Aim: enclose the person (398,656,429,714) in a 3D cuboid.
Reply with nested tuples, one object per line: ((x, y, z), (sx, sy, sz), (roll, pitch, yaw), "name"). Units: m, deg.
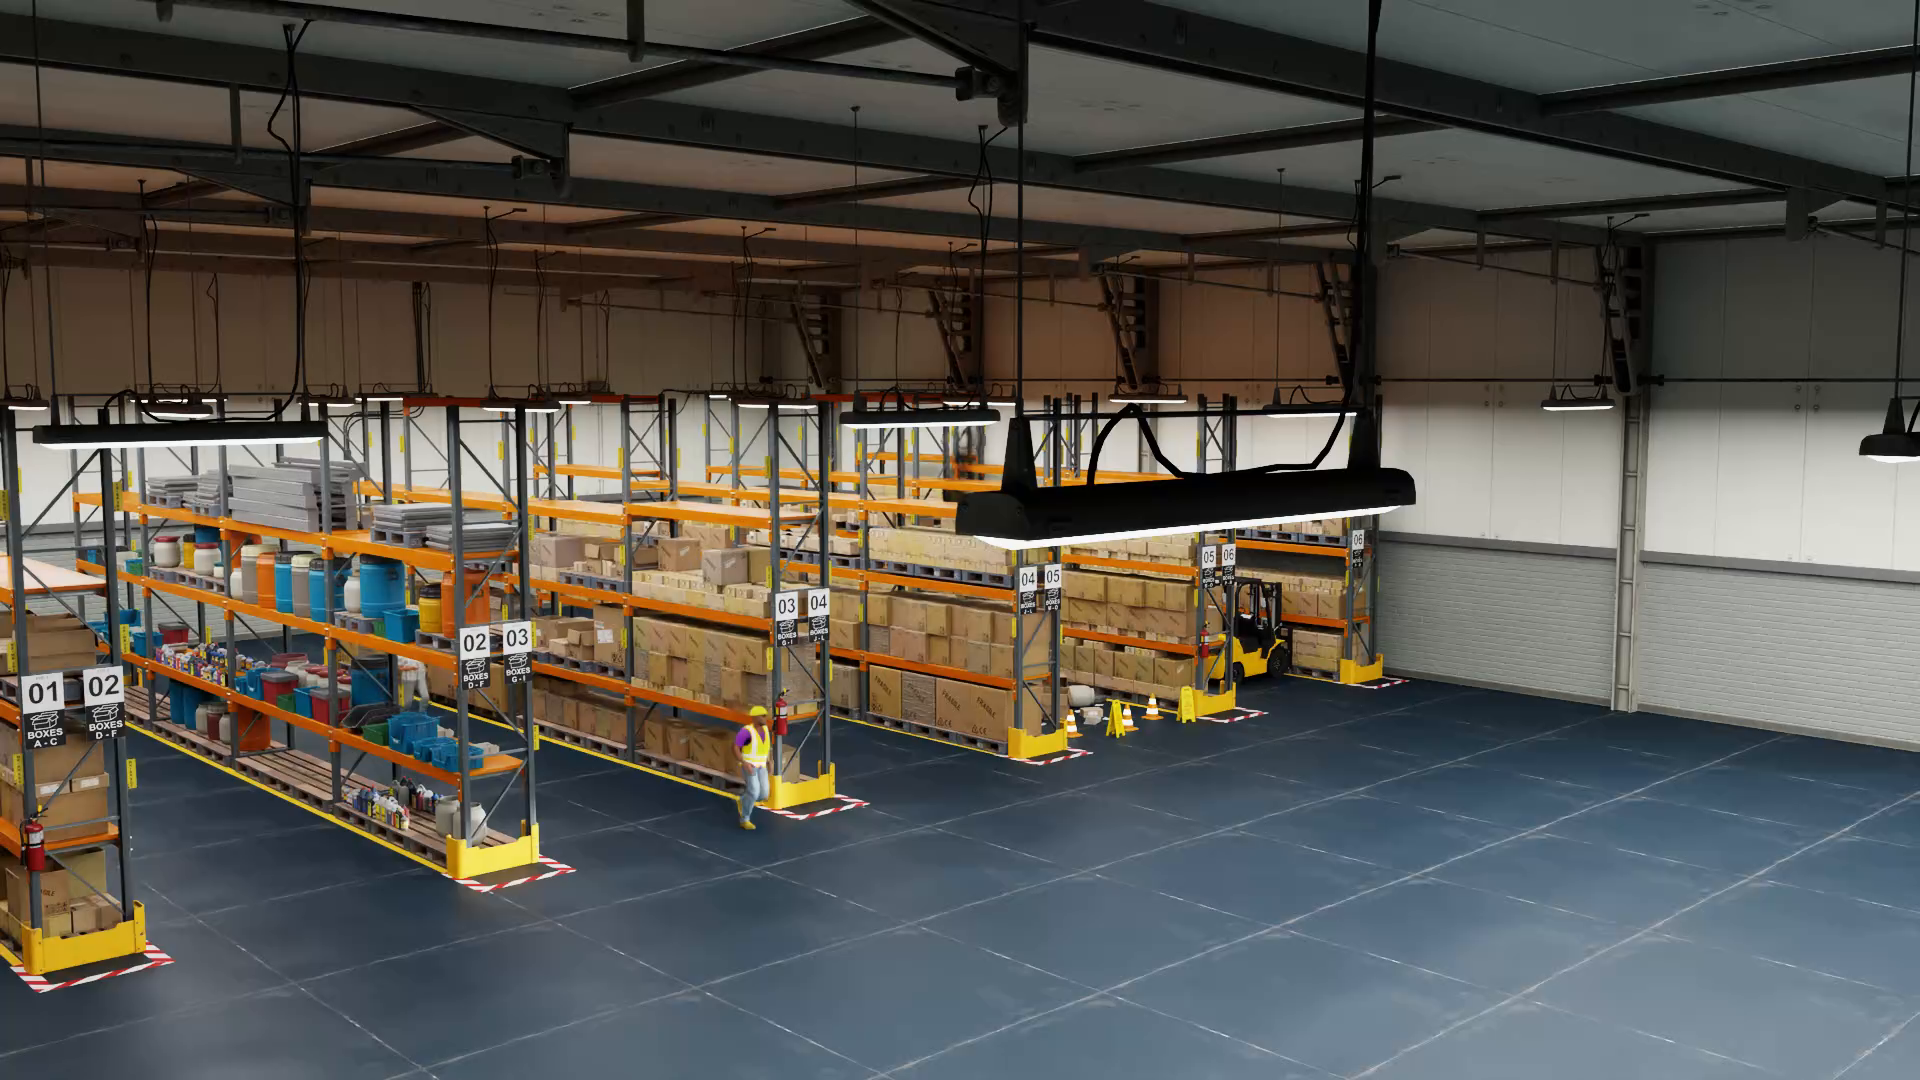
((-9.986, 2.588, 30.409), (0.606, 1.705, 0.802), (-4, 7, -37), "person")

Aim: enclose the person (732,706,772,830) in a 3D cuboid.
((-2.952, 3.204, 23.641), (0.556, 1.702, 0.747), (4, 7, 35), "person")
